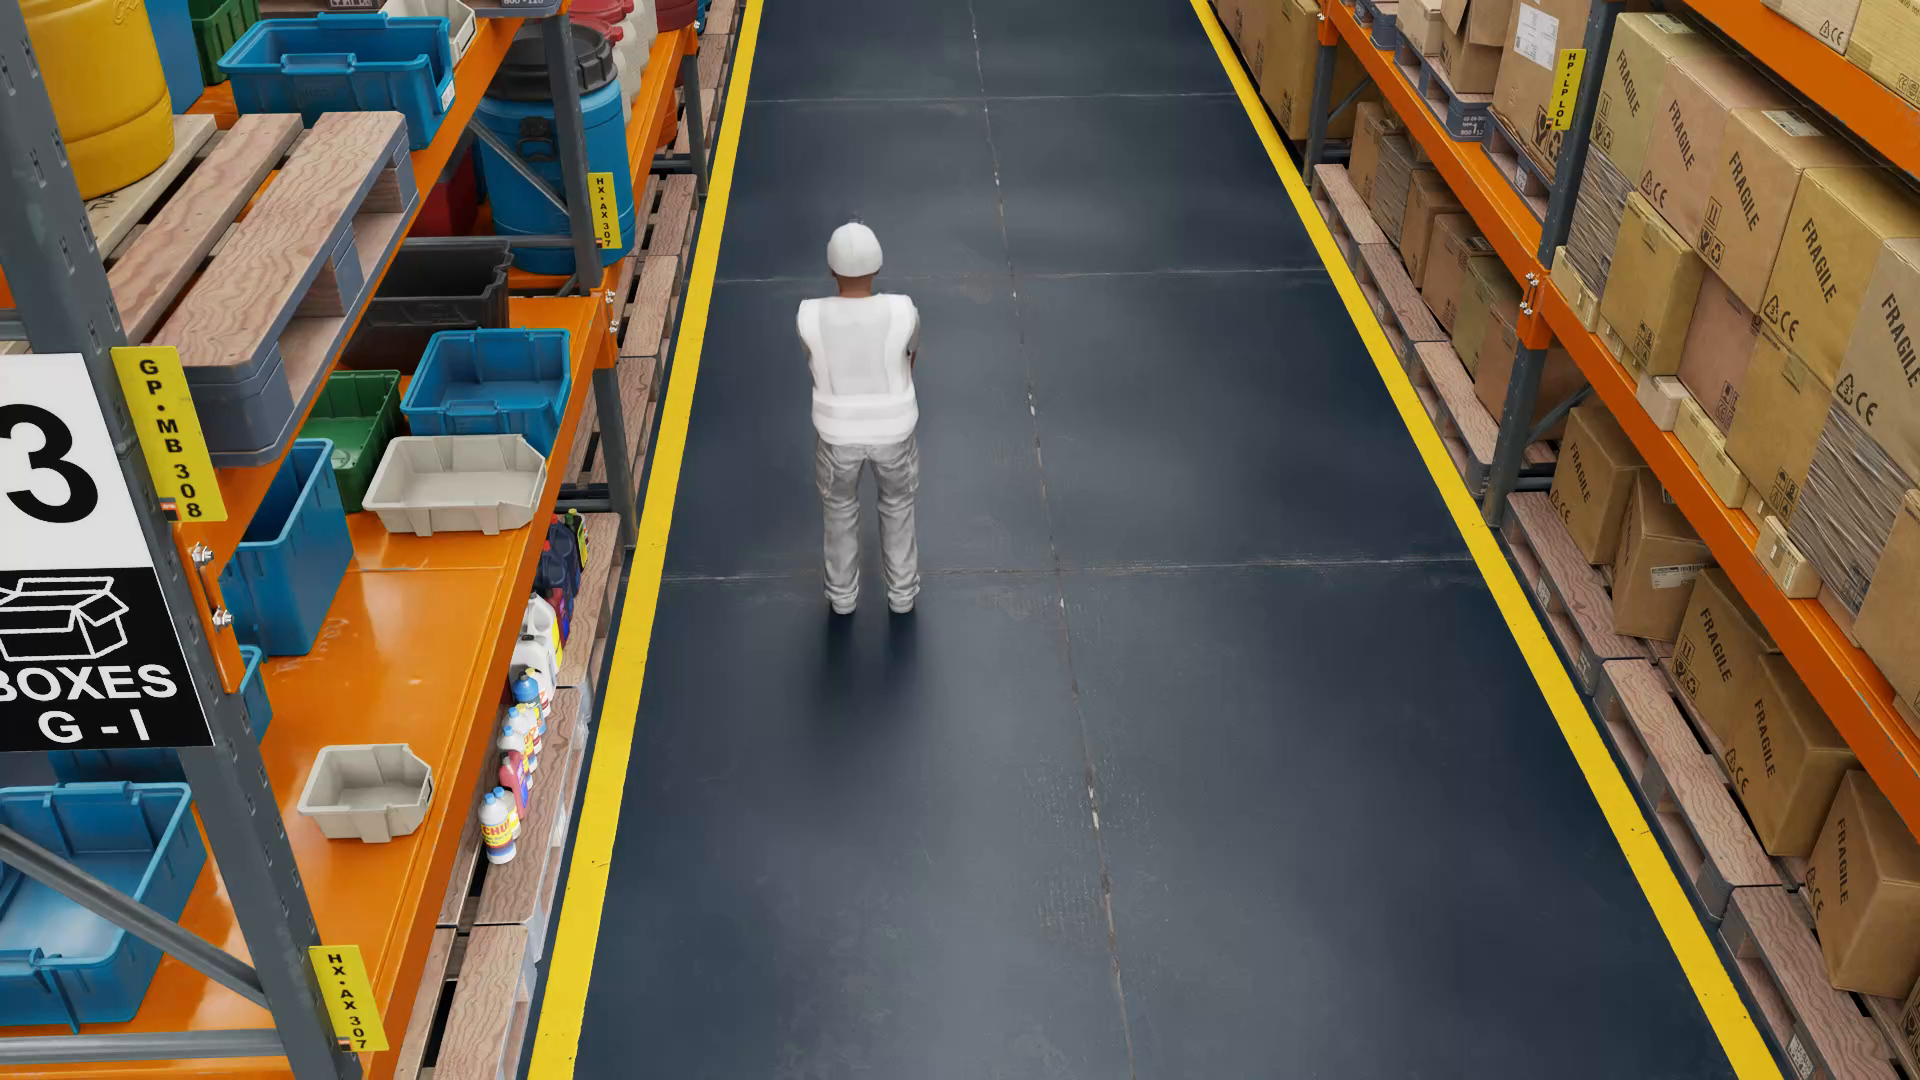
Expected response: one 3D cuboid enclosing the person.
[{"bbox_3d":[-0.404,-0.527,6.881,0.489,1.782,0.576,-2,35,-2],"label":"person"}]
